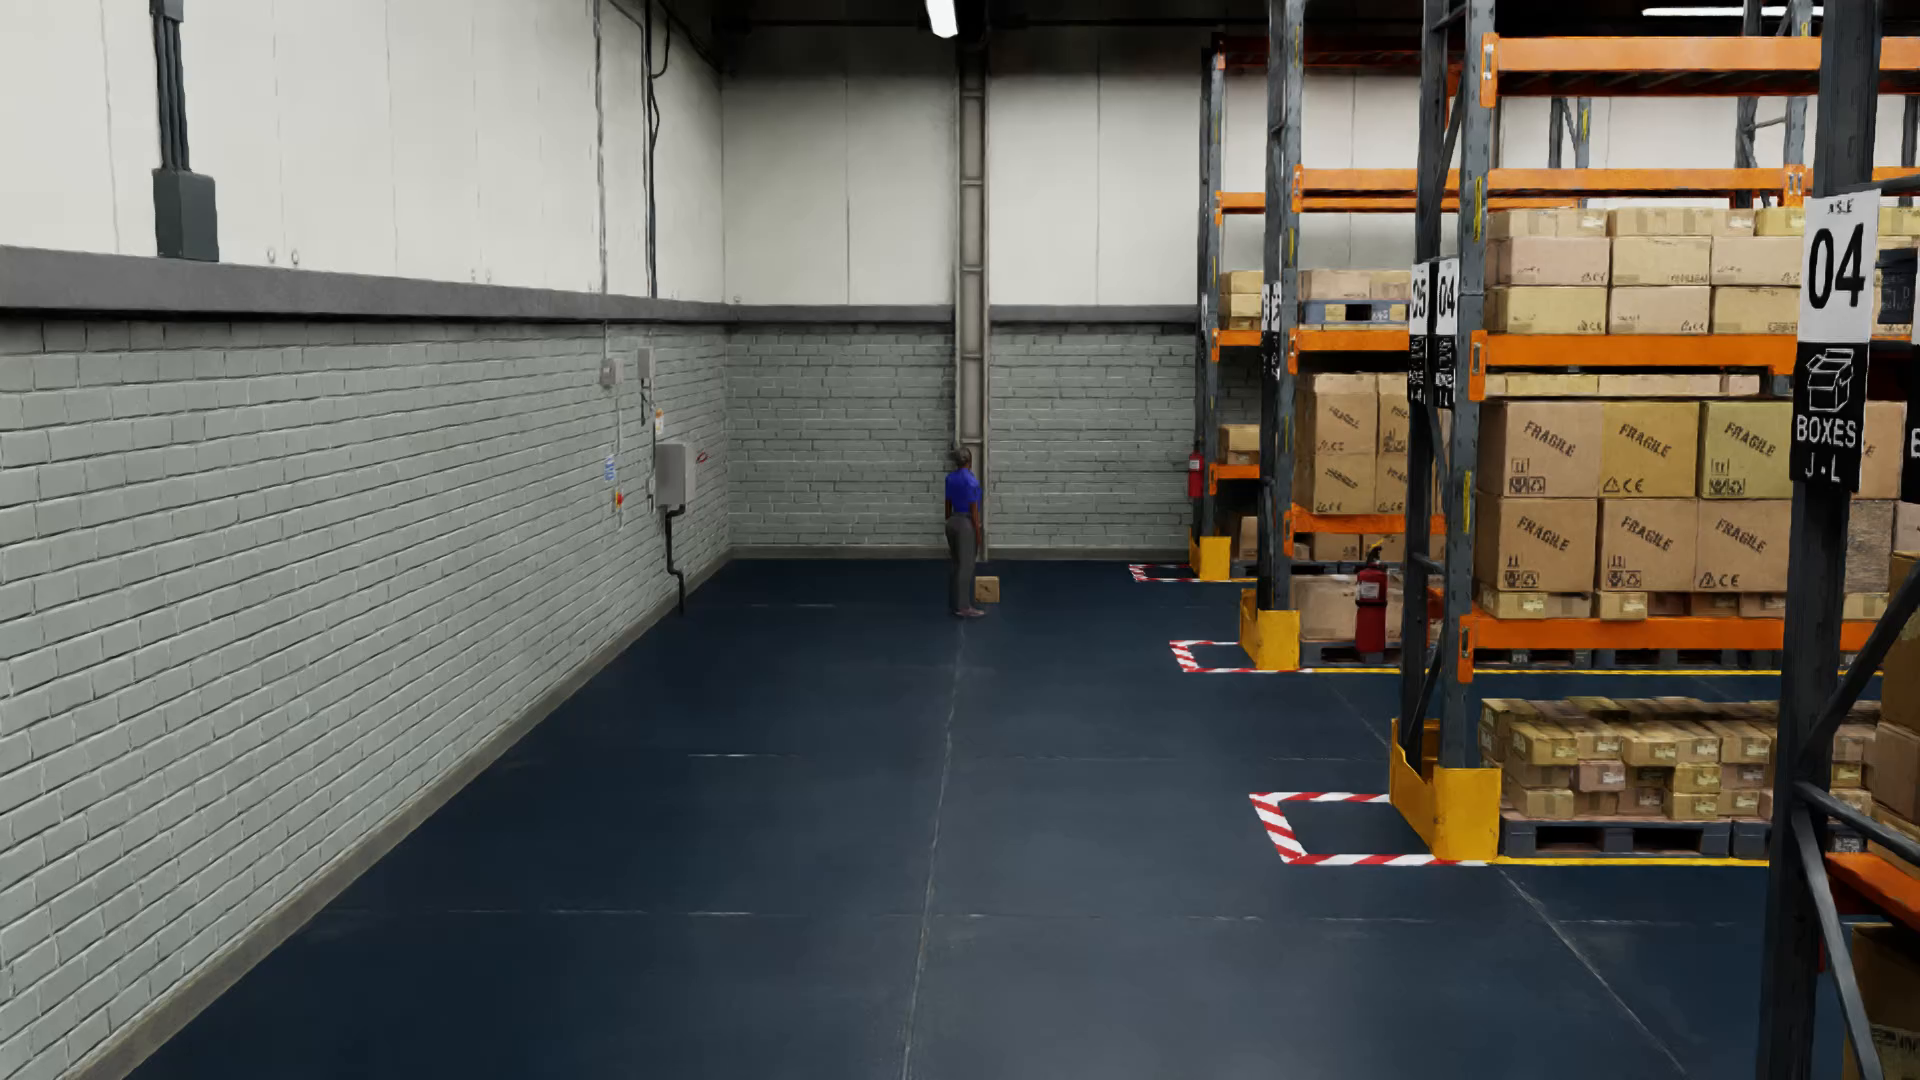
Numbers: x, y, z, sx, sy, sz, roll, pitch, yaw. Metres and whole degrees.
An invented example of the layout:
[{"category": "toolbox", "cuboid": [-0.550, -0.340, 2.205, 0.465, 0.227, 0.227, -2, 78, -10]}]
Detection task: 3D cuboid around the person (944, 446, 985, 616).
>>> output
[{"category": "person", "cuboid": [0.054, -0.083, 16.401, 0.380, 1.651, 0.500, -5, 9, -36]}]
